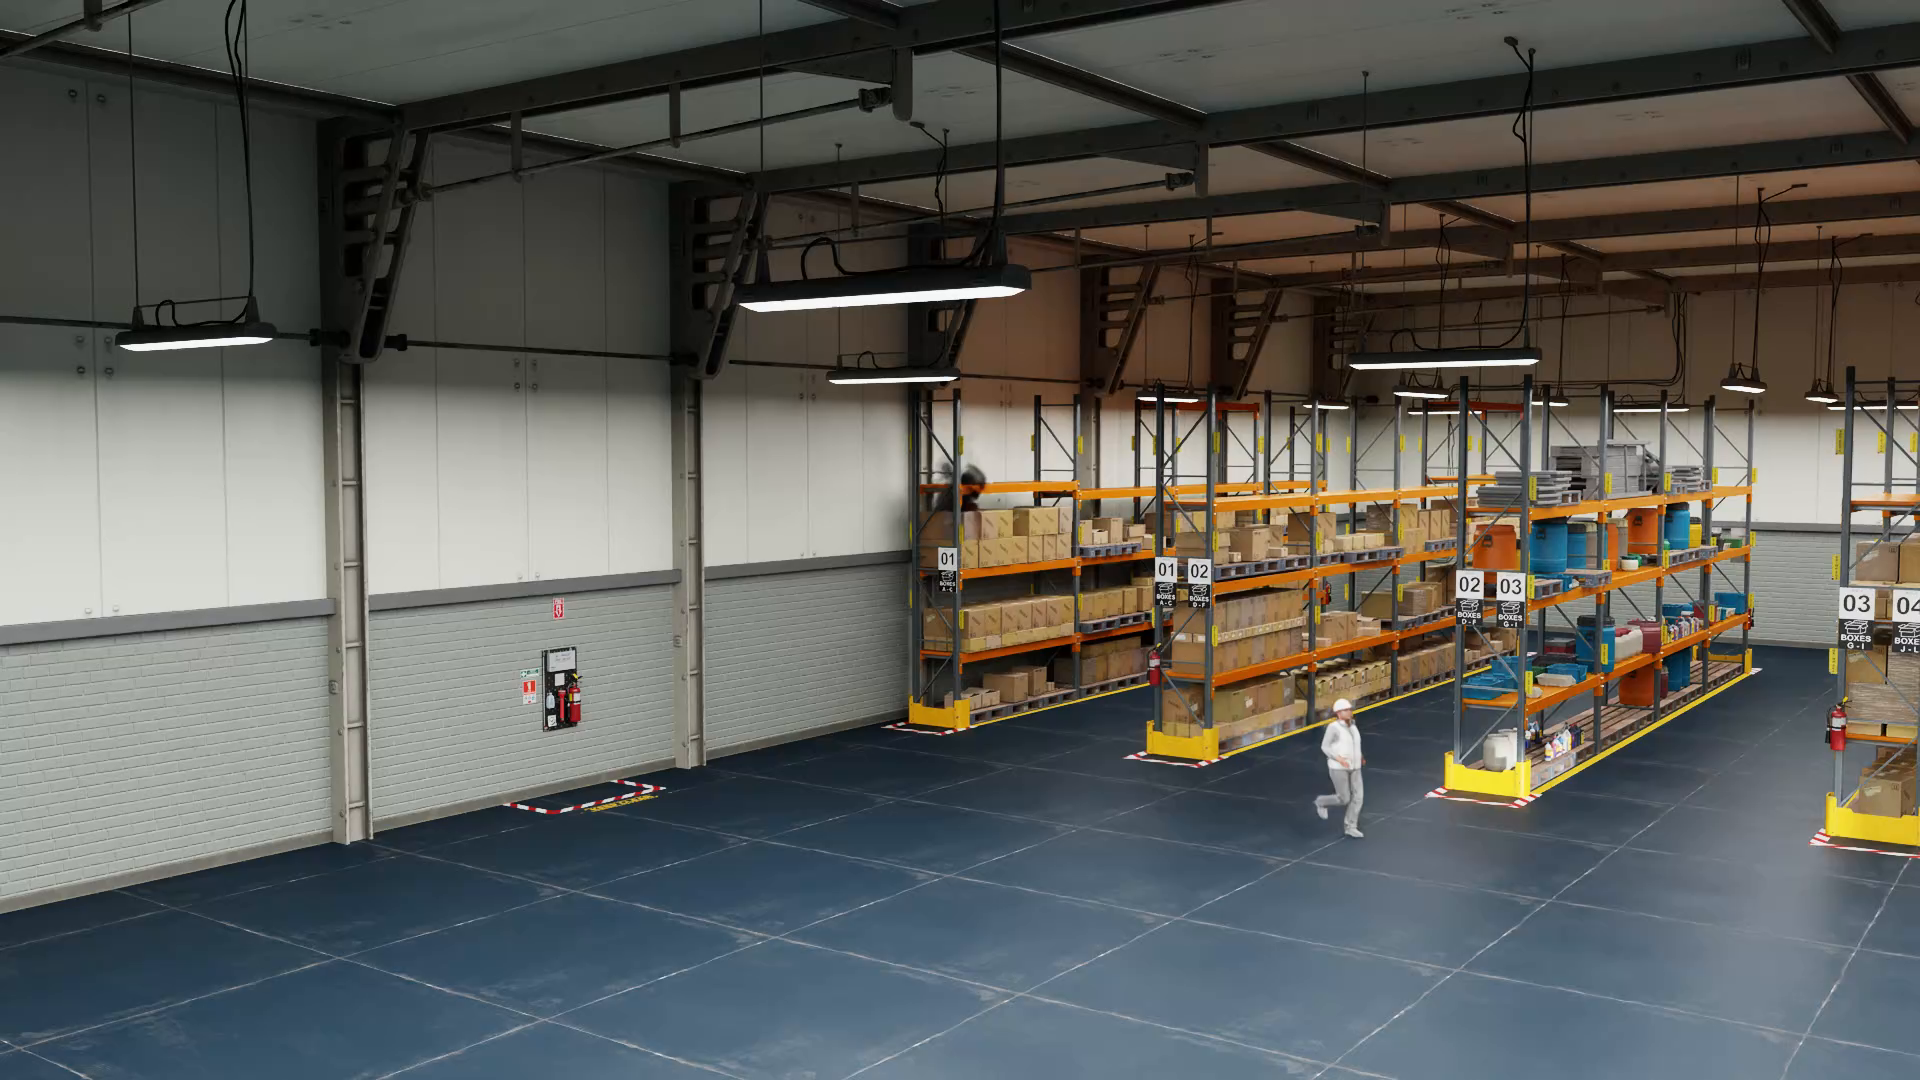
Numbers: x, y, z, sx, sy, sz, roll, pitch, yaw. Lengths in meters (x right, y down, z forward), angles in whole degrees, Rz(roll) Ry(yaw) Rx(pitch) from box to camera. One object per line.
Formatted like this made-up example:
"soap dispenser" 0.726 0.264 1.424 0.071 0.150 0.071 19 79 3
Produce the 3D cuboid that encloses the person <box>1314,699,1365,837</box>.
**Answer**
"person" 4.933 2.915 21.412 0.659 1.741 0.765 -2 4 -32
